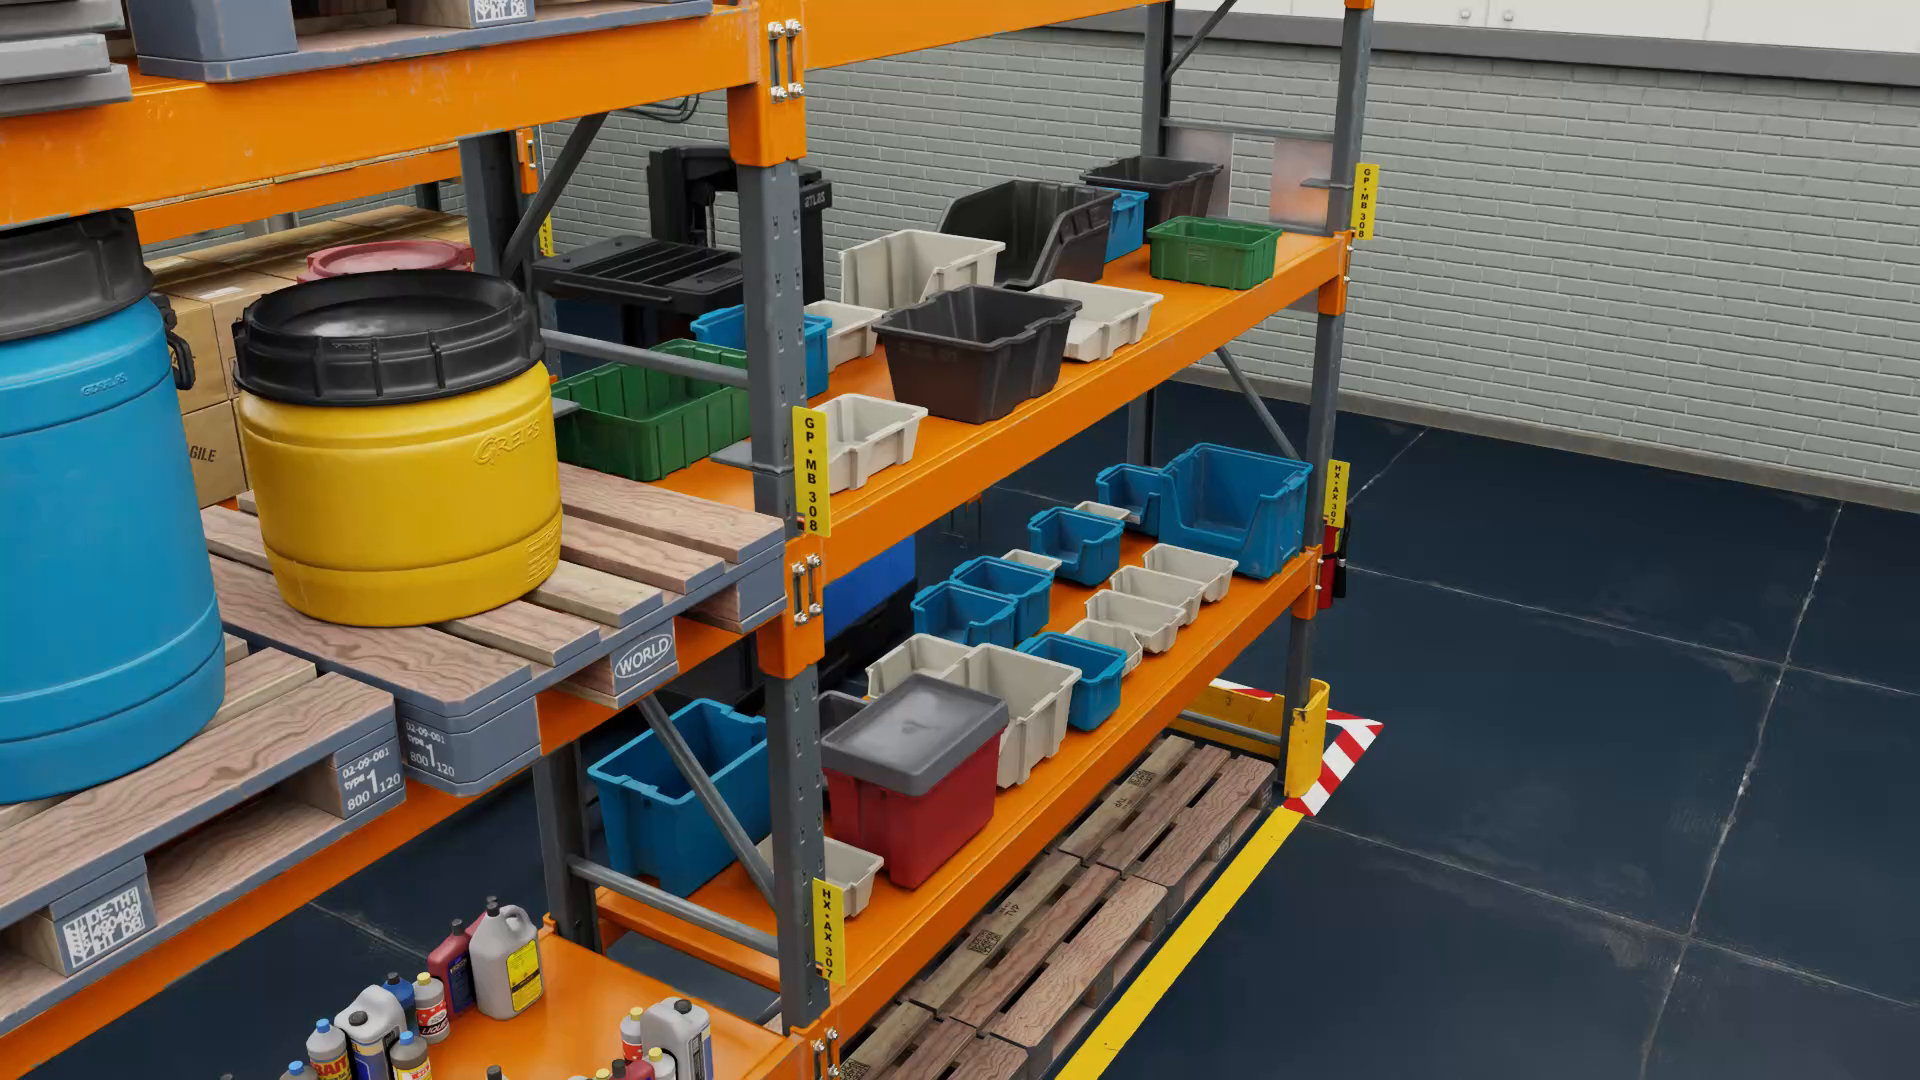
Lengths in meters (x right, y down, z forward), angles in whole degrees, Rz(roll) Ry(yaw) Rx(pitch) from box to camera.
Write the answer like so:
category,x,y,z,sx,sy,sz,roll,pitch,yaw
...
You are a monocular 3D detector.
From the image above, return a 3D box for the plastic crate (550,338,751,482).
category,x,y,z,sx,sy,sz,roll,pitch,yaw
plastic crate,-0.863,-0.386,4.857,0.450,0.188,0.662,14,27,29

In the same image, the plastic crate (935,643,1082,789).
category,x,y,z,sx,sy,sz,roll,pitch,yaw
plastic crate,0.133,0.650,6.048,0.437,0.282,0.530,14,27,29

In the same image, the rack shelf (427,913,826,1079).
category,x,y,z,sx,sy,sz,roll,pitch,yaw
rack shelf,-1.884,2.105,3.518,1.077,0.370,4.000,14,27,29

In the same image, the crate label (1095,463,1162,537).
category,x,y,z,sx,sy,sz,roll,pitch,yaw
crate label,0.871,-0.187,8.041,0.416,0.233,0.303,14,27,29

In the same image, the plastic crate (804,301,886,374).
category,x,y,z,sx,sy,sz,roll,pitch,yaw
plastic crate,-0.482,-0.665,5.567,0.293,0.136,0.466,14,27,29

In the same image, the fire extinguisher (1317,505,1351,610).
category,x,y,z,sx,sy,sz,roll,pitch,yaw
fire extinguisher,1.746,0.000,8.040,0.296,0.674,0.183,14,27,29

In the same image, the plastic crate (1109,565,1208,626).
category,x,y,z,sx,sy,sz,roll,pitch,yaw
plastic crate,0.839,0.251,7.151,0.396,0.136,0.243,14,27,29

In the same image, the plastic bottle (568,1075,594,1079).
category,x,y,z,sx,sy,sz,roll,pitch,yaw
plastic bottle,-0.955,1.480,4.211,0.152,0.276,0.135,14,27,29

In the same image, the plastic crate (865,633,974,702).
category,x,y,z,sx,sy,sz,roll,pitch,yaw
plastic crate,-0.166,0.542,6.478,0.293,0.136,0.466,14,27,29

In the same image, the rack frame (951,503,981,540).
category,x,y,z,sx,sy,sz,roll,pitch,yaw
rack frame,0.041,-0.577,11.072,0.240,1.200,0.006,14,27,29

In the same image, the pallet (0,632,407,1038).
category,x,y,z,sx,sy,sz,roll,pitch,yaw
pallet,-1.755,0.478,2.832,1.003,0.211,1.213,14,27,29

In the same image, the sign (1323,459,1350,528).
category,x,y,z,sx,sy,sz,roll,pitch,yaw
sign,1.757,-0.216,7.767,0.100,0.325,0.005,14,27,29

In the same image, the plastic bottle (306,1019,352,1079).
category,x,y,z,sx,sy,sz,roll,pitch,yaw
plastic bottle,-1.674,1.392,4.421,0.097,0.271,0.097,0,23,0

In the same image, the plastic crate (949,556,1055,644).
category,x,y,z,sx,sy,sz,roll,pitch,yaw
plastic crate,0.176,0.257,7.015,0.416,0.233,0.300,14,27,29

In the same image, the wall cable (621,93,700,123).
category,x,y,z,sx,sy,sz,roll,pitch,yaw
wall cable,-3.849,-5.489,16.511,3.097,2.526,0.112,14,27,29

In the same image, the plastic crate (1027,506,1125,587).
category,x,y,z,sx,sy,sz,roll,pitch,yaw
plastic crate,0.524,0.035,7.528,0.416,0.233,0.300,14,27,29

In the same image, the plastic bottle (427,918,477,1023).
category,x,y,z,sx,sy,sz,roll,pitch,yaw
plastic bottle,-1.455,1.232,4.774,0.061,0.283,0.133,14,27,29

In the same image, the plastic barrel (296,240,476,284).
category,x,y,z,sx,sy,sz,roll,pitch,yaw
plastic barrel,-1.320,-0.407,3.939,0.433,0.535,0.433,0,23,0

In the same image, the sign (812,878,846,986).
category,x,y,z,sx,sy,sz,roll,pitch,yaw
sign,-0.363,1.088,4.612,0.100,0.325,0.005,14,27,29

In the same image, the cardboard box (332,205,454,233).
category,x,y,z,sx,sy,sz,roll,pitch,yaw
cardboard box,-3.383,-1.700,10.017,0.500,0.500,0.500,15,27,31

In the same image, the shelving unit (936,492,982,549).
category,x,y,z,sx,sy,sz,roll,pitch,yaw
shelving unit,-0.008,-0.546,11.000,0.258,1.200,0.189,14,27,29

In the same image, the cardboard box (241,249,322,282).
category,x,y,z,sx,sy,sz,roll,pitch,yaw
cardboard box,-3.462,-1.240,8.955,0.500,0.500,0.500,15,27,30

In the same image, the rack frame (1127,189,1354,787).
category,x,y,z,sx,sy,sz,roll,pitch,yaw
rack frame,1.281,-0.251,8.053,1.000,3.000,0.127,14,27,29

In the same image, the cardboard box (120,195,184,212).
category,x,y,z,sx,sy,sz,roll,pitch,yaw
cardboard box,-4.037,-1.696,7.806,0.500,0.250,0.500,14,27,29

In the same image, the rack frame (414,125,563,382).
category,x,y,z,sx,sy,sz,roll,pitch,yaw
rack frame,-2.925,-1.290,10.454,1.000,3.000,0.127,14,27,29

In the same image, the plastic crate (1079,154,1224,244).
category,x,y,z,sx,sy,sz,roll,pitch,yaw
plastic crate,0.841,-1.496,7.318,0.497,0.269,0.590,14,27,29

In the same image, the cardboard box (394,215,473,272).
category,x,y,z,sx,sy,sz,roll,pitch,yaw
cardboard box,-2.927,-1.587,9.755,0.500,0.500,0.500,14,27,29

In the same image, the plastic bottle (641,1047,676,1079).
category,x,y,z,sx,sy,sz,roll,pitch,yaw
plastic bottle,-0.800,1.436,4.407,0.097,0.201,0.097,0,23,0

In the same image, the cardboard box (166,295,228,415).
category,x,y,z,sx,sy,sz,roll,pitch,yaw
cardboard box,-4.004,-0.892,8.151,0.500,0.500,0.500,13,27,27

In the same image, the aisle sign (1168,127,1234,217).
category,x,y,z,sx,sy,sz,roll,pitch,yaw
aisle sign,1.066,-1.530,7.737,0.394,0.787,0.004,14,27,29

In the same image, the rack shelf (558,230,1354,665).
category,x,y,z,sx,sy,sz,roll,pitch,yaw
rack shelf,0.226,-0.622,6.041,1.077,0.370,4.000,14,27,29

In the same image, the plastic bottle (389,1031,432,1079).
category,x,y,z,sx,sy,sz,roll,pitch,yaw
plastic bottle,-1.474,1.410,4.467,0.097,0.201,0.097,0,23,0

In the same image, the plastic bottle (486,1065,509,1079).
category,x,y,z,sx,sy,sz,roll,pitch,yaw
plastic bottle,-1.159,1.471,4.139,0.144,0.351,0.185,14,27,29

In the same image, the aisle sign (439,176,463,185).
category,x,y,z,sx,sy,sz,roll,pitch,yaw
aisle sign,-3.139,-2.567,10.133,0.394,0.787,0.004,14,27,29

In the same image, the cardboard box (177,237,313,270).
category,x,y,z,sx,sy,sz,roll,pitch,yaw
cardboard box,-3.921,-1.354,9.218,0.500,0.500,0.500,14,27,30

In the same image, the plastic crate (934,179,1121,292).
category,x,y,z,sx,sy,sz,roll,pitch,yaw
plastic crate,0.241,-1.141,6.412,0.504,0.338,0.767,14,27,29

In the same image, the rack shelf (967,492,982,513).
category,x,y,z,sx,sy,sz,roll,pitch,yaw
rack shelf,-0.008,-0.285,11.113,0.258,0.103,0.180,14,27,29

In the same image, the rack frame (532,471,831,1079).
category,x,y,z,sx,sy,sz,roll,pitch,yaw
rack frame,-0.829,1.099,4.935,1.000,3.000,0.127,14,27,29

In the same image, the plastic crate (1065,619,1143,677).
category,x,y,z,sx,sy,sz,roll,pitch,yaw
plastic crate,0.573,0.454,6.683,0.298,0.136,0.250,14,27,29

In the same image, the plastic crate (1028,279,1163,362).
category,x,y,z,sx,sy,sz,roll,pitch,yaw
plastic crate,0.402,-0.757,5.779,0.437,0.136,0.530,14,27,29

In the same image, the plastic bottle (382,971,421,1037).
category,x,y,z,sx,sy,sz,roll,pitch,yaw
plastic bottle,-1.552,1.313,4.602,0.097,0.271,0.097,0,23,0

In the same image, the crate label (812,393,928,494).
category,x,y,z,sx,sy,sz,roll,pitch,yaw
crate label,-0.326,-0.261,4.633,0.293,0.136,0.466,14,27,29

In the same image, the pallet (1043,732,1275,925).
category,x,y,z,sx,sy,sz,roll,pitch,yaw
pallet,0.813,1.299,7.983,1.003,0.211,1.213,14,27,29

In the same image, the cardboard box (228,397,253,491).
category,x,y,z,sx,sy,sz,roll,pitch,yaw
cardboard box,-3.735,-0.614,8.768,0.500,0.500,0.500,13,27,28

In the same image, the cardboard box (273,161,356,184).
category,x,y,z,sx,sy,sz,roll,pitch,yaw
cardboard box,-3.498,-2.031,8.579,0.500,0.250,0.500,14,27,29

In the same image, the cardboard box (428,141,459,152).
category,x,y,z,sx,sy,sz,roll,pitch,yaw
cardboard box,-2.972,-2.369,9.360,0.500,0.250,0.500,14,27,29

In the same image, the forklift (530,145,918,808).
category,x,y,z,sx,sy,sz,roll,pitch,yaw
forklift,-1.406,-0.438,8.573,1.130,2.935,3.031,12,26,26

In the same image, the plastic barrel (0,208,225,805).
category,x,y,z,sx,sy,sz,roll,pitch,yaw
plastic barrel,-1.600,-0.092,2.751,0.600,0.901,0.708,14,27,29

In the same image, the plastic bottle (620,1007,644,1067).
category,x,y,z,sx,sy,sz,roll,pitch,yaw
plastic bottle,-0.878,1.372,4.556,0.097,0.201,0.097,0,23,0

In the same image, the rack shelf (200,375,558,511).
category,x,y,z,sx,sy,sz,roll,pitch,yaw
rack shelf,-3.980,-0.285,9.038,1.077,0.370,4.000,14,27,29

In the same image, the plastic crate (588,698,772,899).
category,x,y,z,sx,sy,sz,roll,pitch,yaw
plastic crate,-0.873,0.850,5.455,0.392,0.384,0.575,14,27,29

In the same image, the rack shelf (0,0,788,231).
category,x,y,z,sx,sy,sz,roll,pitch,yaw
rack shelf,-1.884,-0.465,2.406,1.077,0.370,4.000,14,27,29

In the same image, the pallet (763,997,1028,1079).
category,x,y,z,sx,sy,sz,roll,pitch,yaw
pallet,-0.474,2.123,6.081,1.003,0.211,1.213,14,27,29

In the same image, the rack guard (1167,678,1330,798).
category,x,y,z,sx,sy,sz,roll,pitch,yaw
rack guard,1.282,0.886,8.575,1.175,0.500,0.348,14,27,29
